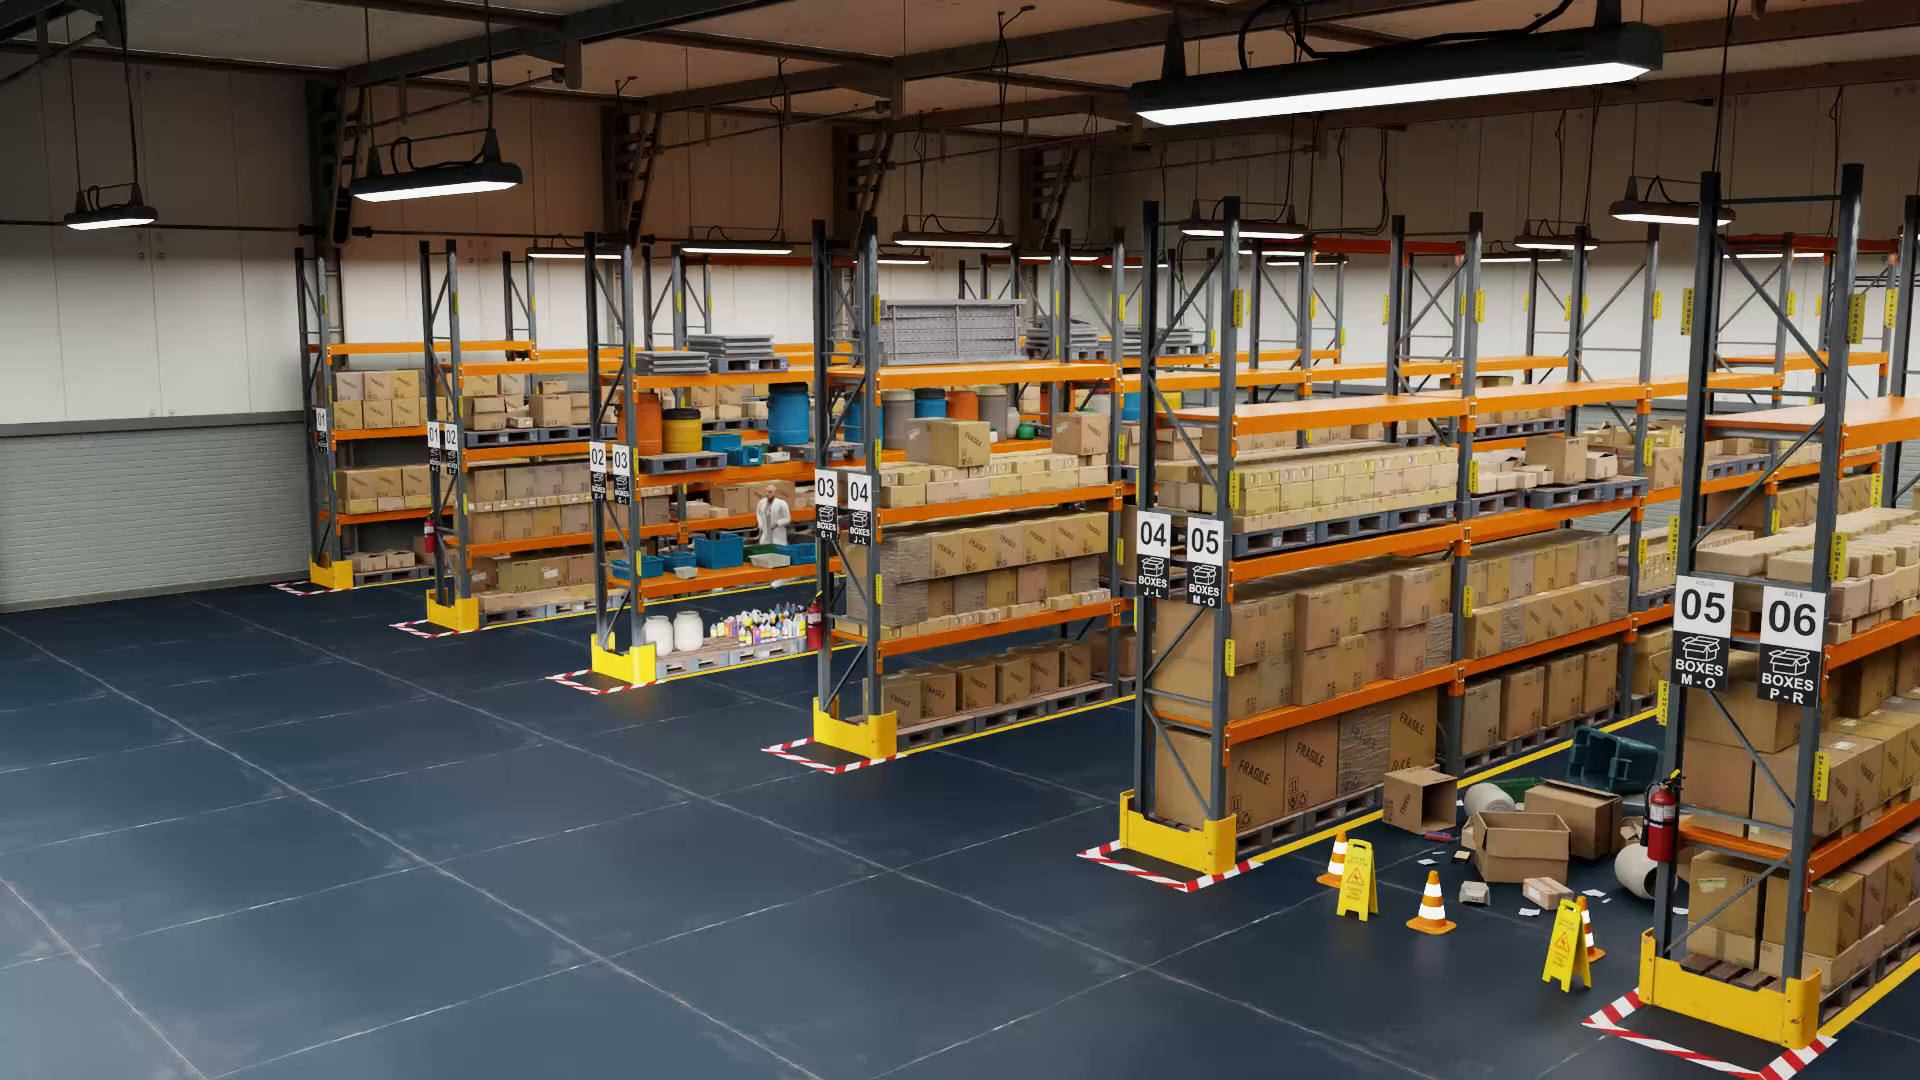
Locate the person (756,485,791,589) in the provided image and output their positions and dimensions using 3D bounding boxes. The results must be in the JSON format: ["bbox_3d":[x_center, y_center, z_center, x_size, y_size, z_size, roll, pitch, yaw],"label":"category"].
[{"bbox_3d":[-3.186,-0.041,27.835,0.716,1.779,0.709,4,9,24],"label":"person"}]
